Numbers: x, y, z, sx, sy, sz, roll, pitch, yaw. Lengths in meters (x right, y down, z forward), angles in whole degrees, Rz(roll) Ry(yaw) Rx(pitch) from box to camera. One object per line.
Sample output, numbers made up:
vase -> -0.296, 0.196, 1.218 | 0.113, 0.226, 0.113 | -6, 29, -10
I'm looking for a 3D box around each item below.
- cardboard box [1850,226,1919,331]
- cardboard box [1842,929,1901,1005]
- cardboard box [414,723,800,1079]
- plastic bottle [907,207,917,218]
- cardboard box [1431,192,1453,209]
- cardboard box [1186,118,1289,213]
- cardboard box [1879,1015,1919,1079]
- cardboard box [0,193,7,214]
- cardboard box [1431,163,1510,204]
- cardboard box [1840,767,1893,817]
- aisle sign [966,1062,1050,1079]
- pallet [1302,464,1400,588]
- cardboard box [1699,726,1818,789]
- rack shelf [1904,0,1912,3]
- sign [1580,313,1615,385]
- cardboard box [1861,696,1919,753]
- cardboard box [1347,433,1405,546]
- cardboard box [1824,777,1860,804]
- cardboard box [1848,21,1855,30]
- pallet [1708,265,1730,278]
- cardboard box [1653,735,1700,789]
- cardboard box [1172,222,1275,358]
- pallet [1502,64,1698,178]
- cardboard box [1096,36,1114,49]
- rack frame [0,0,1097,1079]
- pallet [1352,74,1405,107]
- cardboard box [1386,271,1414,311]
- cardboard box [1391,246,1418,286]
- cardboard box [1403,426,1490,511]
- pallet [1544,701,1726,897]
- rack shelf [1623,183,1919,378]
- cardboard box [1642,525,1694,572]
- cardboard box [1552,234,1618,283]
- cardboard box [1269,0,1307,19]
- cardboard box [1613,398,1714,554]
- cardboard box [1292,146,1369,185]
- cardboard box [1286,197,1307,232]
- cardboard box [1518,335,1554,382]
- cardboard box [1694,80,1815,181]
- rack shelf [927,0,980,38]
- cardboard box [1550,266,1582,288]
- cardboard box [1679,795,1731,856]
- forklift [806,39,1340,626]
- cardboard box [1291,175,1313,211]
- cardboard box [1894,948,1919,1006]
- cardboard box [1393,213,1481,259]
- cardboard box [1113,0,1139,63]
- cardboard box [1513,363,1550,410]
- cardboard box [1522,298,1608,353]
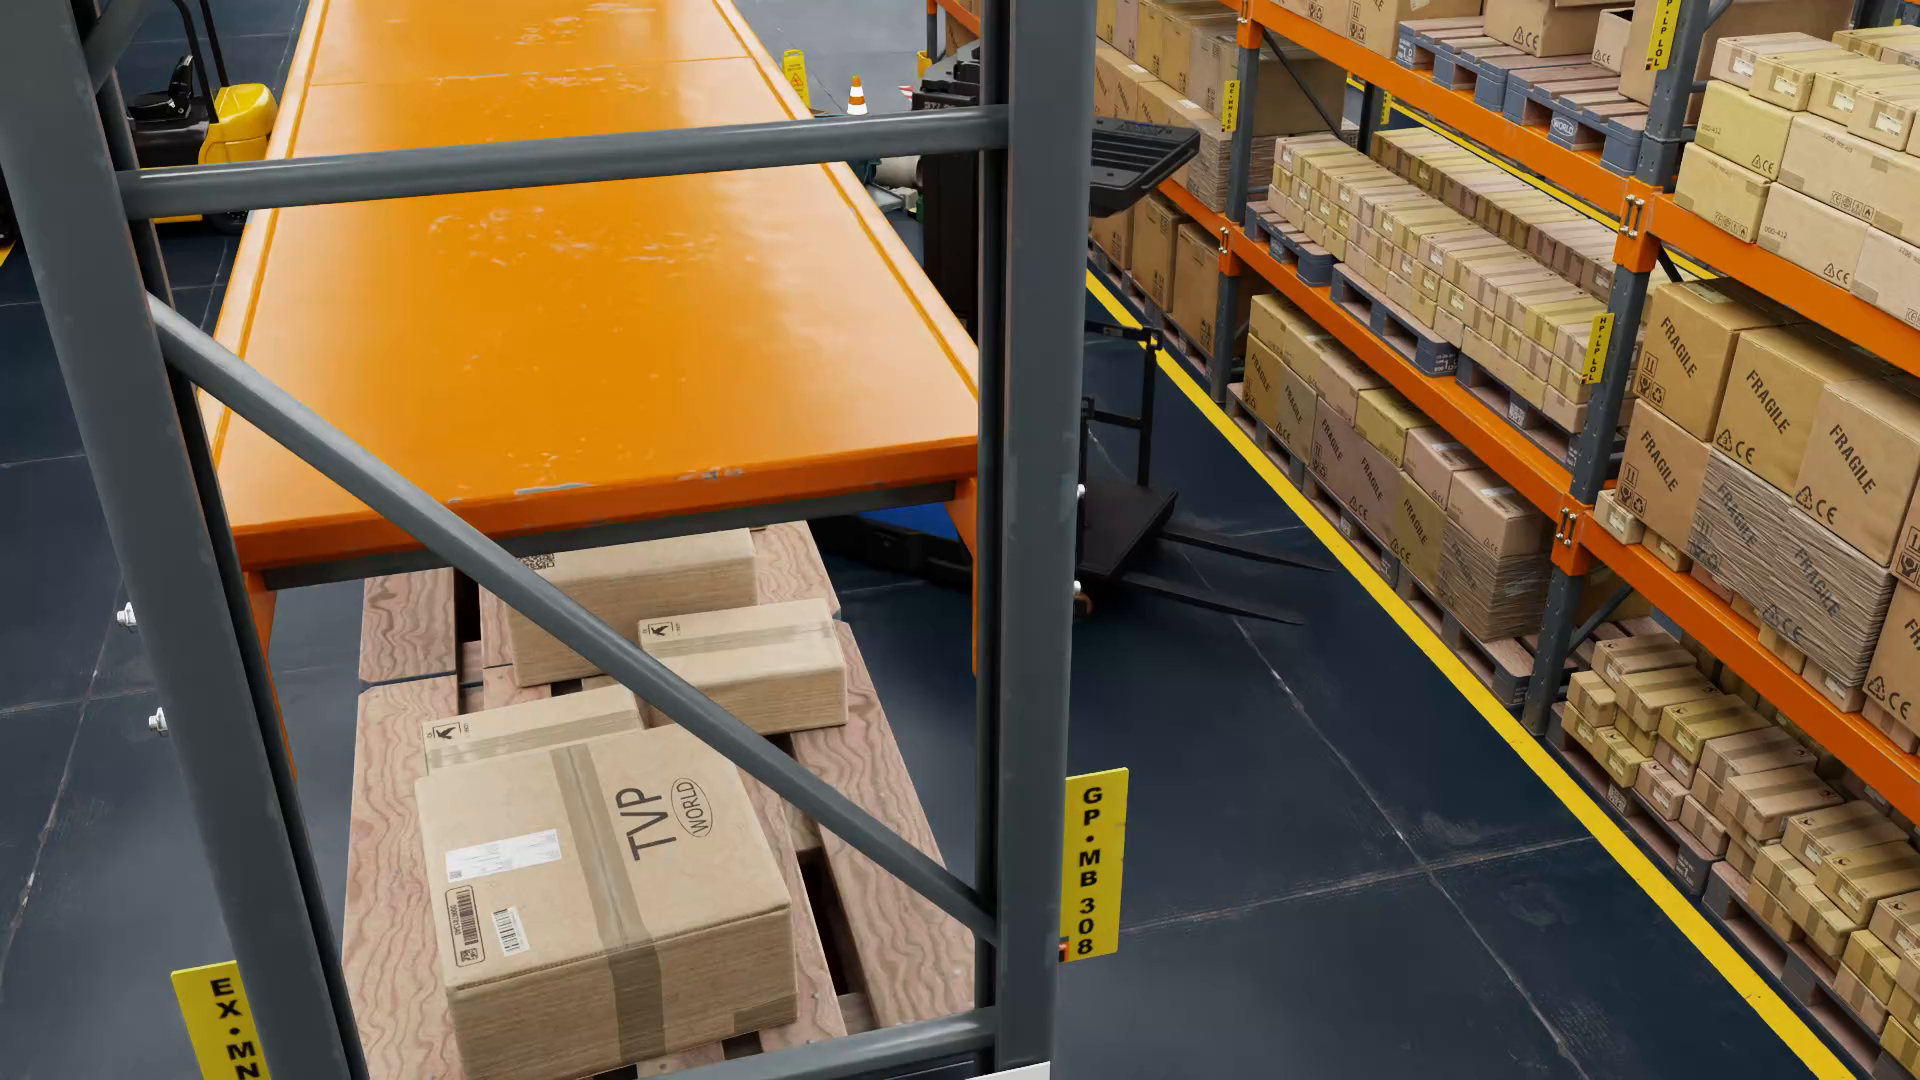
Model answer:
cardboard box -> 3.451, -0.888, 5.677 | 0.500, 0.250, 0.500 | -7, 31, -11
cardboard box -> 3.628, 1.604, 6.345 | 0.380, 0.149, 0.250 | -6, 31, -11
cardboard box -> -0.569, 0.567, 2.644 | 0.500, 0.250, 0.500 | -11, 32, -18
plastic bottle -> -0.330, -2.933, 14.988 | 0.283, 0.061, 0.133 | 26, 39, 37
cardboard box -> 3.041, -1.988, 9.956 | 0.380, 0.149, 0.250 | -8, 31, -13
cardboard box -> 1.881, -2.566, 11.320 | 0.500, 0.500, 0.500 | -8, 31, -13
cardboard box -> 3.683, 1.867, 6.188 | 0.380, 0.149, 0.250 | -9, 31, -15
cardboard box -> -8.558, -2.910, 14.340 | 0.500, 0.250, 0.500 | -7, 31, -12
cardboard box -> 3.040, -2.119, 9.885 | 0.380, 0.149, 0.250 | -7, 31, -12
cardboard box -> 4.000, 1.015, 7.066 | 0.380, 0.149, 0.250 | -9, 31, -16
aisle sign -> -0.064, 1.101, 2.489 | 0.394, 0.787, 0.004 | -8, 31, -13
pallet -> 2.786, -0.168, 10.060 | 1.003, 0.211, 1.213 | -8, 31, -13
cardboard box -> 3.435, 0.959, 7.162 | 0.380, 0.149, 0.250 | -9, 31, -15
rack shelf -> 6.538, -4.904, 13.183 | 1.077, 0.370, 4.000 | -8, 31, -13
sign -> 2.787, -0.834, 7.272 | 0.100, 0.325, 0.005 | -8, 31, -13
cardboard box -> 3.593, 0.633, 6.143 | 0.380, 0.149, 0.250 | -7, 31, -11
cardboard box -> 2.614, -0.329, 9.631 | 0.500, 0.500, 0.500 | -9, 31, -14
cardboard box -> 3.942, 1.135, 7.155 | 0.380, 0.149, 0.250 | -7, 31, -12
cardboard box -> 6.642, -3.688, 12.839 | 0.700, 0.500, 0.500 | -3, 30, -6
pallet -> 6.863, -2.122, 13.436 | 1.003, 0.211, 1.213 | -8, 31, -13
cardboard box -> 3.362, 0.956, 7.466 | 0.380, 0.149, 0.250 | -8, 31, -14
cardboard box -> 2.185, -1.855, 12.018 | 1.050, 0.750, 0.750 | -8, 31, -14
pallet -> 3.260, -1.938, 7.528 | 1.213, 0.211, 1.003 | -8, 31, -13
cardboard box -> 1.213, -3.782, 13.421 | 0.500, 0.500, 0.500 | -8, 31, -13
rack frame -> -0.366, -0.366, 1.630 | 0.949, 2.616, 0.053 | -8, 31, -13
pallet -> 5.147, -5.174, 18.710 | 1.003, 0.211, 1.213 | -8, 31, -13
cardboard box -> 2.605, -1.405, 9.245 | 0.380, 0.149, 0.250 | -9, 31, -15
cardboard box -> 2.613, -1.531, 9.166 | 0.380, 0.149, 0.250 | -7, 31, -11
cardboard box -> 2.756, -0.409, 9.021 | 0.500, 0.250, 0.500 | -6, 31, -11
pallet -> 3.534, 1.118, 7.839 | 1.003, 0.211, 1.213 | -8, 31, -13
rack shelf -> 3.852, -0.430, 5.453 | 1.077, 0.370, 4.000 | -8, 31, -13
cardboard box -> 3.221, -0.005, 7.246 | 0.380, 0.149, 0.250 | -7, 31, -12
cardboard box -> 3.382, -1.493, 8.804 | 0.380, 0.149, 0.250 | -8, 31, -14
cardboard box -> 2.155, -3.371, 9.716 | 0.500, 0.500, 0.500 | -8, 31, -13
cardboard box -> 3.210, -0.308, 7.122 | 0.500, 0.500, 0.500 | -8, 31, -14
cardboard box -> 2.269, -2.293, 10.185 | 0.380, 0.149, 0.250 | -9, 31, -15
cardboard box -> 2.255, -2.041, 10.345 | 0.380, 0.149, 0.250 | -6, 31, -11
cardboard box -> 2.954, -0.903, 8.082 | 0.380, 0.149, 0.250 | -8, 31, -13
cardboard box -> 3.218, -1.594, 6.397 | 0.500, 0.250, 0.500 | -7, 31, -12
rack shelf -> 0.667, -4.927, 16.217 | 1.077, 0.370, 4.000 | -8, 31, -13
cardboard box -> 3.377, -1.367, 8.883 | 0.380, 0.149, 0.250 | -7, 31, -11
cardboard box -> 3.410, 1.220, 7.306 | 0.380, 0.149, 0.250 | -8, 31, -14
forklift -> 0.620, -1.119, 8.989 | 3.031, 2.935, 1.130 | 14, 33, 23
cardboard box -> 2.268, -2.151, 10.238 | 0.380, 0.149, 0.250 | -6, 31, -11
cardboard box -> 3.663, 1.603, 6.050 | 0.380, 0.149, 0.250 | -7, 31, -11
cardboard box -> 2.609, -1.666, 9.104 | 0.380, 0.149, 0.250 | -8, 31, -14
cardboard box -> 1.608, -4.017, 12.829 | 0.700, 0.500, 0.500 | -8, 31, -13
cardboard box -> 2.955, -0.773, 8.153 | 0.380, 0.149, 0.250 | -8, 31, -13
cardboard box -> 2.954, -1.037, 8.016 | 0.380, 0.149, 0.250 | -9, 31, -15
